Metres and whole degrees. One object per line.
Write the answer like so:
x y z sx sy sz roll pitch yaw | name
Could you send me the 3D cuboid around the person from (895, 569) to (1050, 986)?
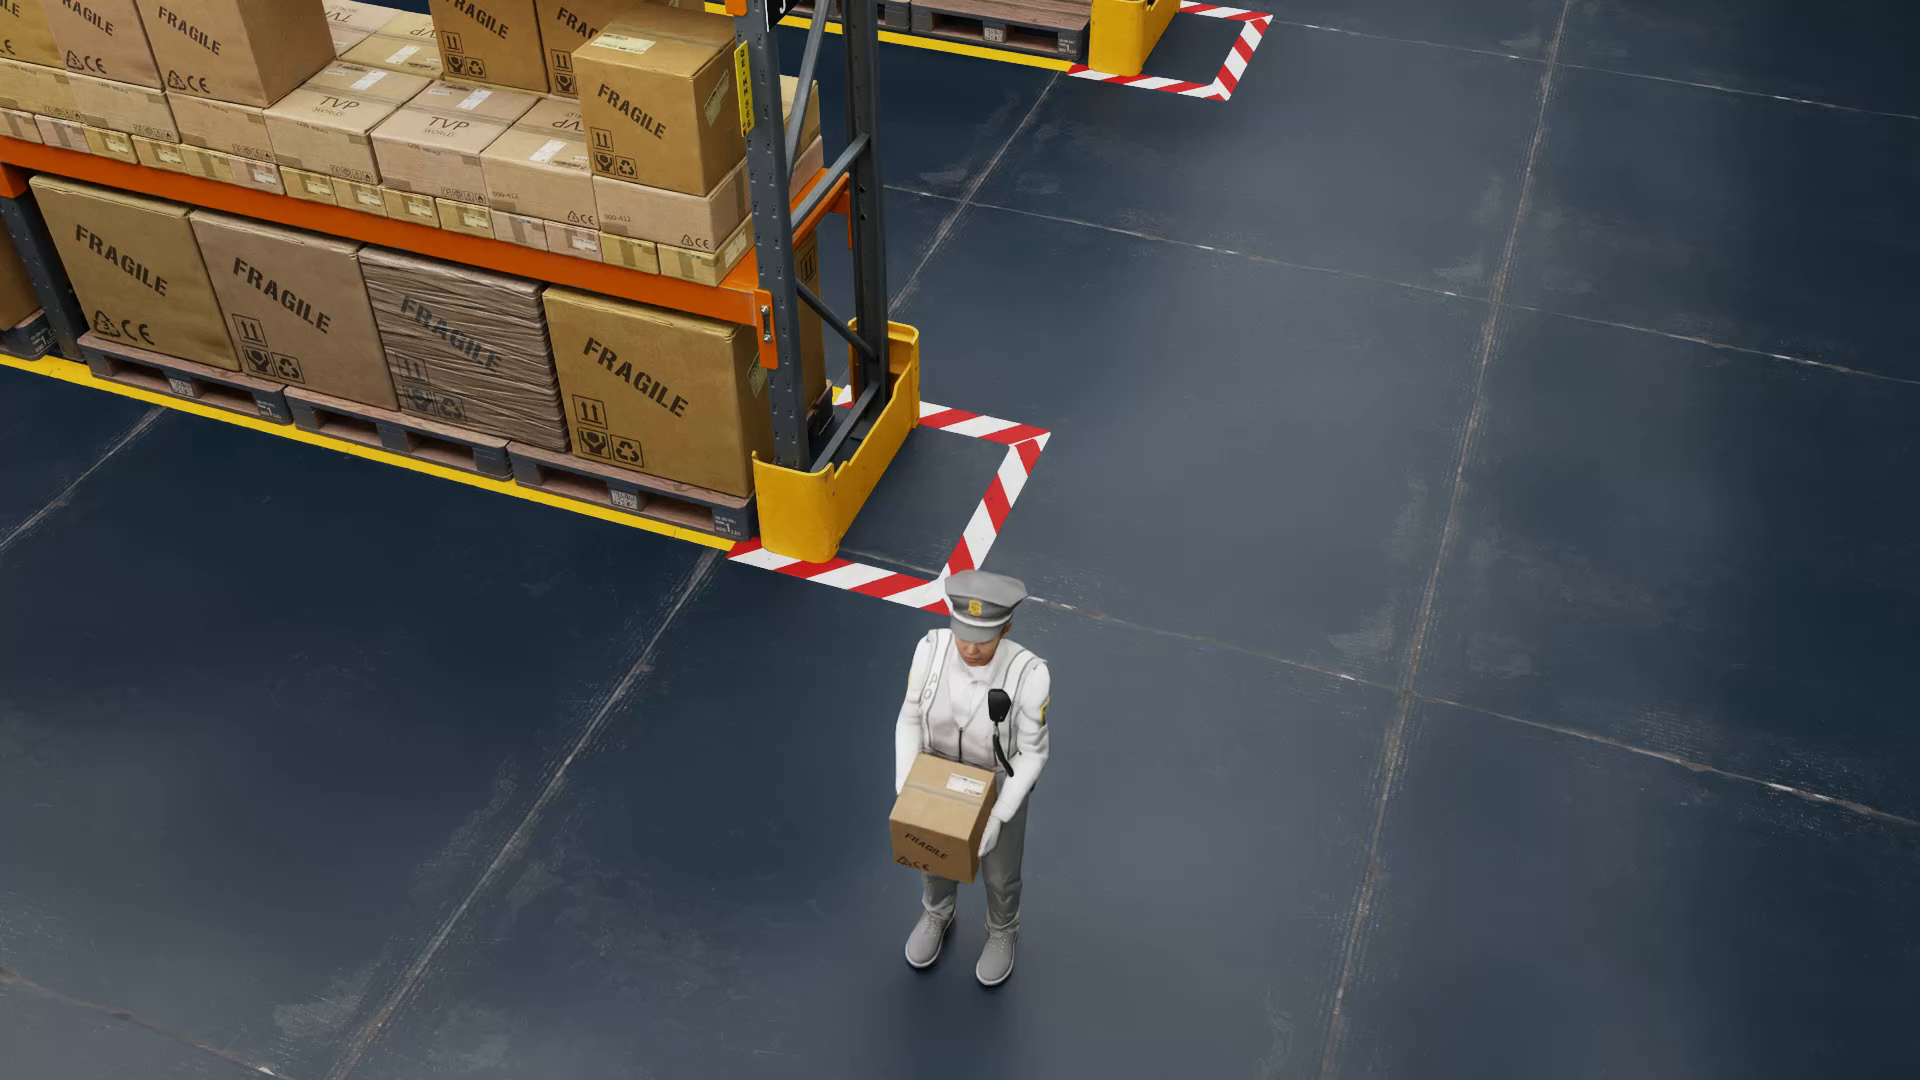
0.021 0.807 5.231 0.486 1.692 0.504 13 43 15 | person
